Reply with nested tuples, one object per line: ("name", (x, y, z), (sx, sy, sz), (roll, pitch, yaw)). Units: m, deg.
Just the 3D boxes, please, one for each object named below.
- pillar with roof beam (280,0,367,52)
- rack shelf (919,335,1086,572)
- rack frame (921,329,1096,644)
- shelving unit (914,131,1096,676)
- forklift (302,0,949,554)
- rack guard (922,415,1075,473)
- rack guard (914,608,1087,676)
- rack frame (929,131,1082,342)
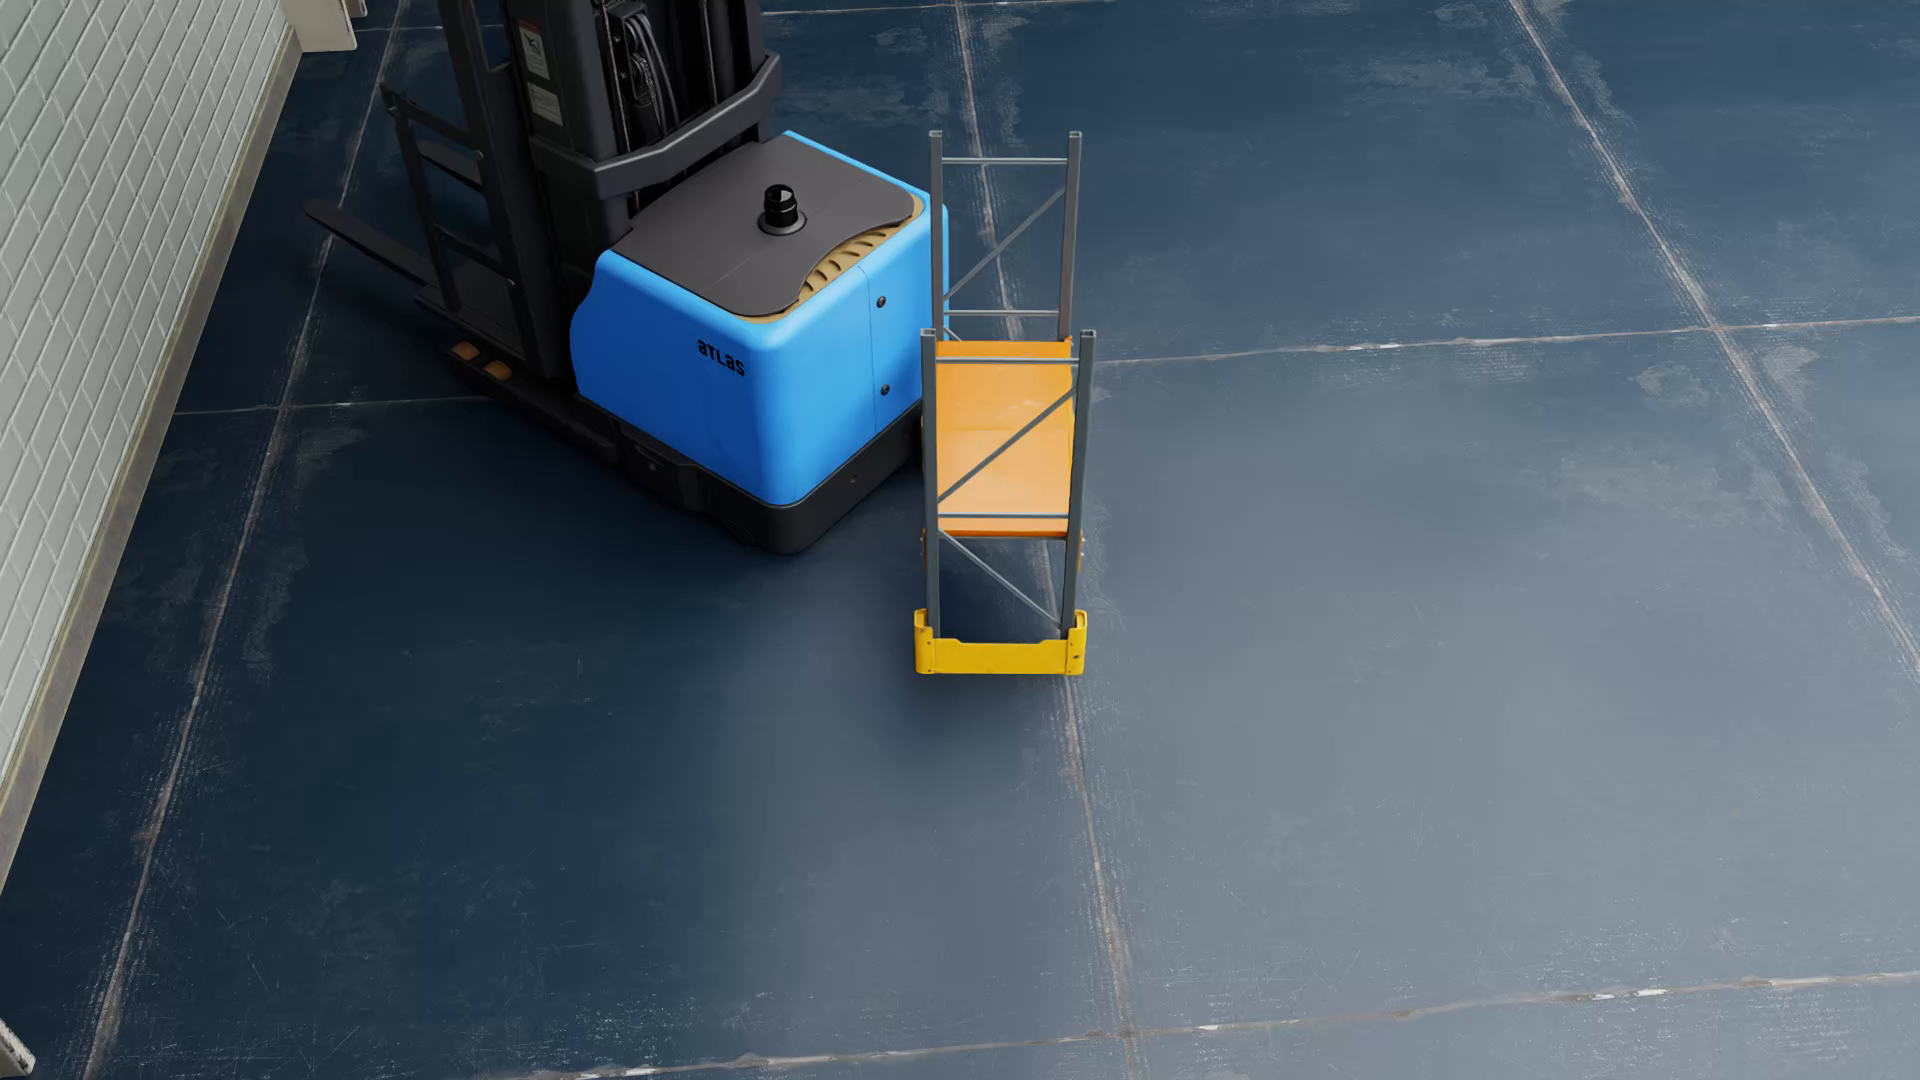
("pillar with roof beam", (0.967, -6.046, 5.778), (9.100, 9.000, 0.400), (-3, 47, -3))
("rack shelf", (0.143, -0.321, 5.769), (0.538, 0.185, 1.000), (0, 47, 0))
("rack frame", (0.138, -0.076, 5.289), (0.500, 1.500, 0.032), (0, 47, 0))
("shelving unit", (0.143, -0.438, 5.632), (0.587, 1.500, 1.083), (0, 47, 0))
("forklift", (-1.503, -1.848, 5.982), (3.031, 2.935, 1.130), (29, 53, 25))
("rack guard", (0.148, -0.370, 6.428), (0.587, 0.250, 0.087), (0, 47, 0))
("rack guard", (0.138, 0.353, 5.743), (0.587, 0.250, 0.087), (0, 47, 0))
("rack frame", (0.149, -0.814, 5.988), (0.500, 1.500, 0.032), (0, 47, 0))
